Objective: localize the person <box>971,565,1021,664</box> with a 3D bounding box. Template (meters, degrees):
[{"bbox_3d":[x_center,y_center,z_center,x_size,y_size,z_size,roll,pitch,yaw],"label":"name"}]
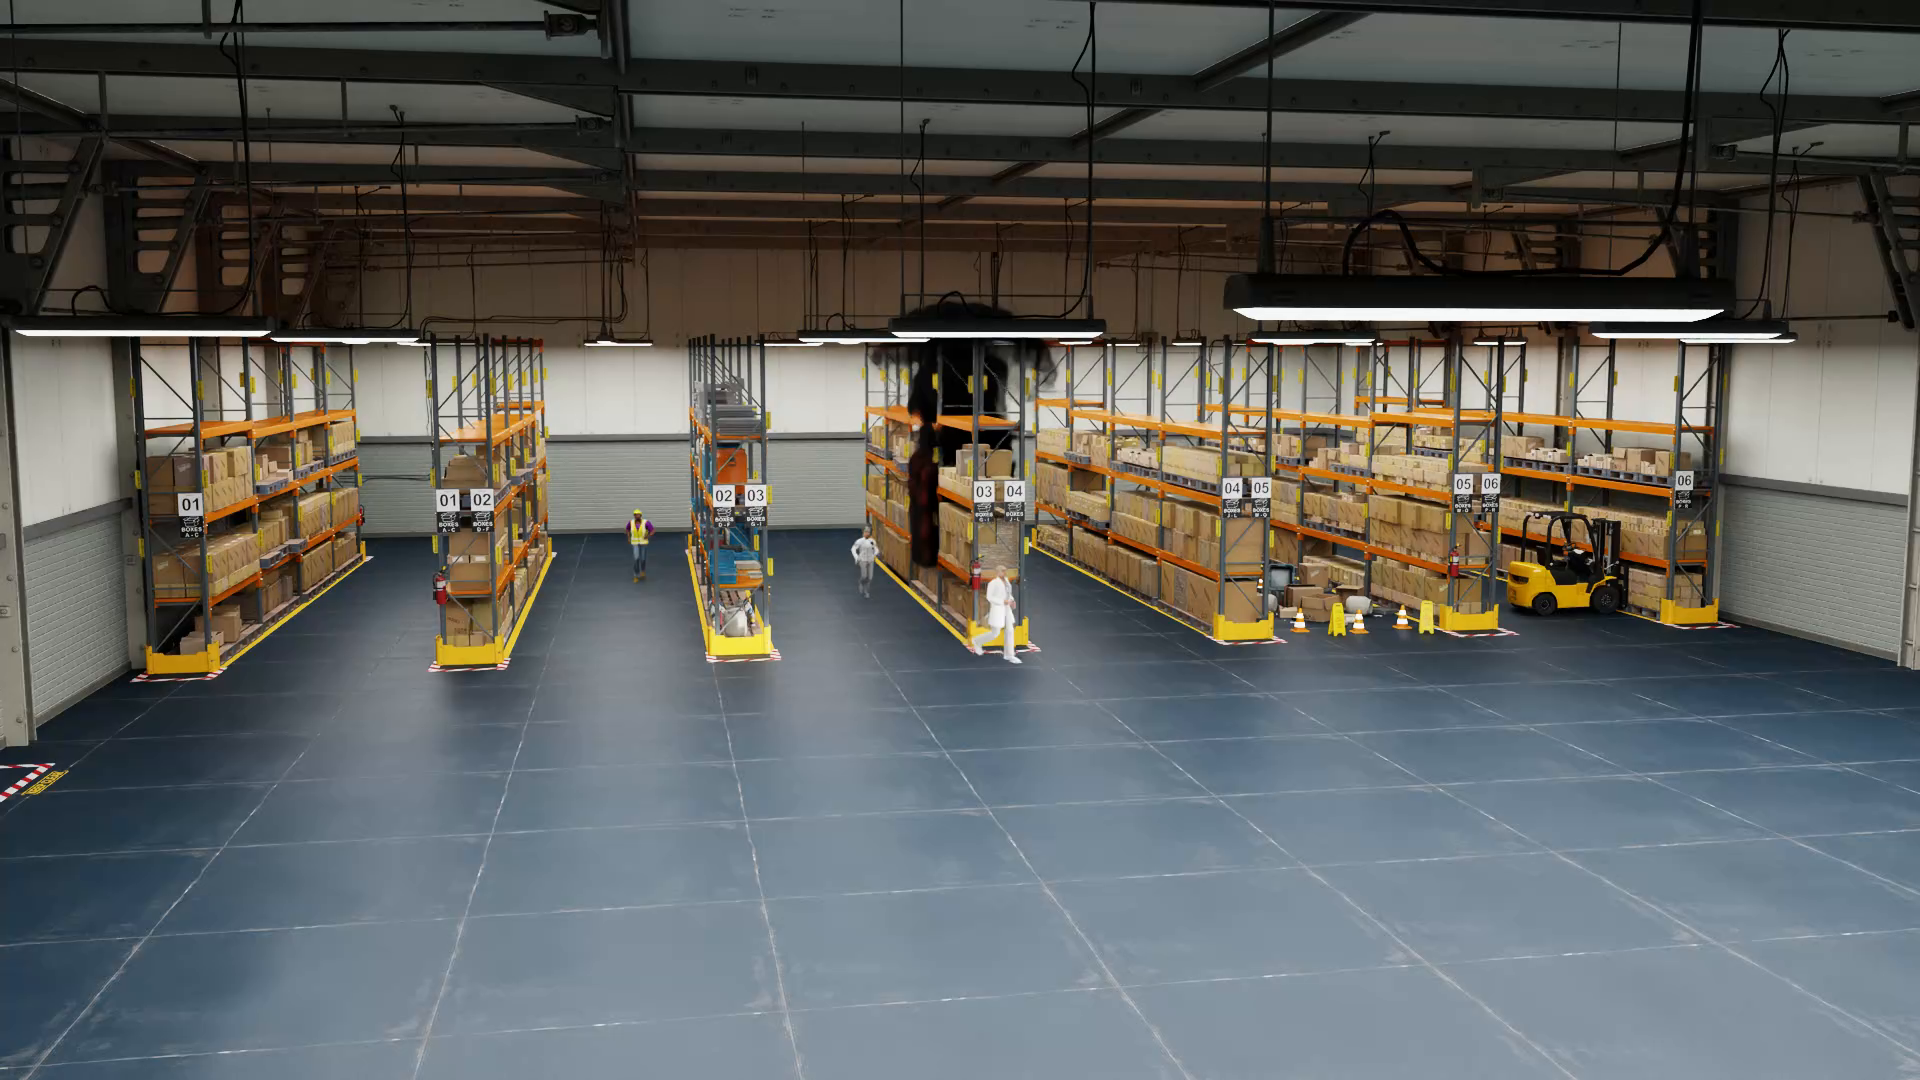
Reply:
[{"bbox_3d":[0.704,1.344,30.620,1.021,1.786,0.718,6,9,40],"label":"person"}]

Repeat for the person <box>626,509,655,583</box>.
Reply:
[{"bbox_3d":[-7.917,0.142,41.230,0.704,1.834,0.745,-1,7,-6],"label":"person"}]

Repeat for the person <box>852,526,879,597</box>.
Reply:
[{"bbox_3d":[-2.153,0.504,38.419,0.615,1.655,0.530,-2,7,-17],"label":"person"}]

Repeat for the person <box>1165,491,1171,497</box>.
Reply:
[{"bbox_3d":[6.316,-0.871,50.775,0.610,1.598,0.540,-2,7,-13],"label":"person"}]
